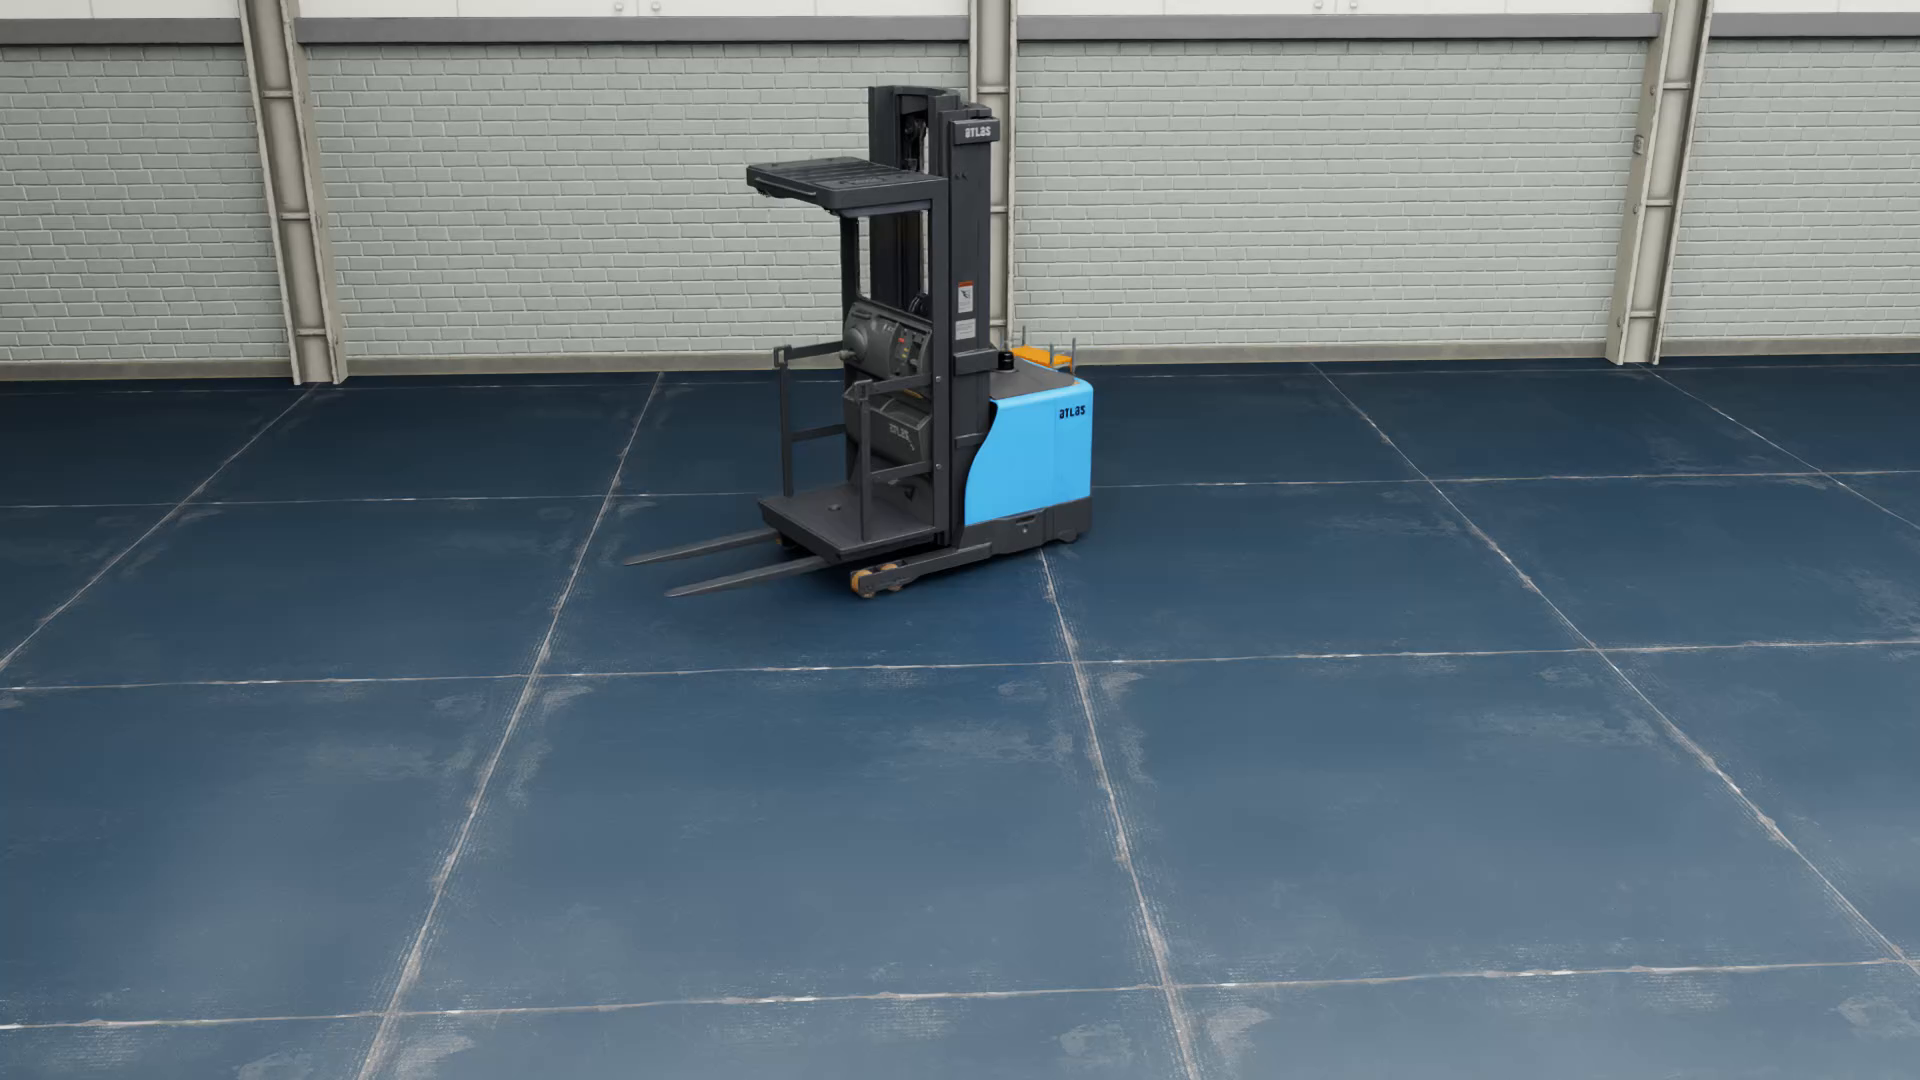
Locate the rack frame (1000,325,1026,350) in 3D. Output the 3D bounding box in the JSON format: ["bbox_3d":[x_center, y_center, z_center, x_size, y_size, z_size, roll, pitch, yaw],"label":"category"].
[{"bbox_3d":[0.368,-0.921,11.851,0.240,1.200,0.015,-18,27,-39],"label":"rack frame"}]

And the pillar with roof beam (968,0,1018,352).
[{"bbox_3d":[0.520,-4.233,9.592,0.400,9.000,9.100,-1,21,-3],"label":"pillar with roof beam"}]

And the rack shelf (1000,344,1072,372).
[{"bbox_3d":[0.535,-1.225,11.545,0.258,0.148,0.480,-18,27,-39],"label":"rack shelf"}]

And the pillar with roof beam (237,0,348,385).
[{"bbox_3d":[-5.470,-4.111,9.272,0.400,9.000,9.100,-1,21,-3],"label":"pillar with roof beam"}]

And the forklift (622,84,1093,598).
[{"bbox_3d":[-0.626,-1.230,10.233,3.031,2.935,1.130,-13,25,-32],"label":"forklift"}]

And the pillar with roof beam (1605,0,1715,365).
[{"bbox_3d":[6.511,-4.355,9.912,0.400,9.000,9.100,-1,21,-3],"label":"pillar with roof beam"}]

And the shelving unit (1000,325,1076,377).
[{"bbox_3d":[0.534,-0.857,11.684,0.258,1.200,0.503,-18,27,-39],"label":"shelving unit"}]

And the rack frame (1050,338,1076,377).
[{"bbox_3d":[0.699,-0.793,11.516,0.240,1.200,0.015,-18,27,-39],"label":"rack frame"}]
